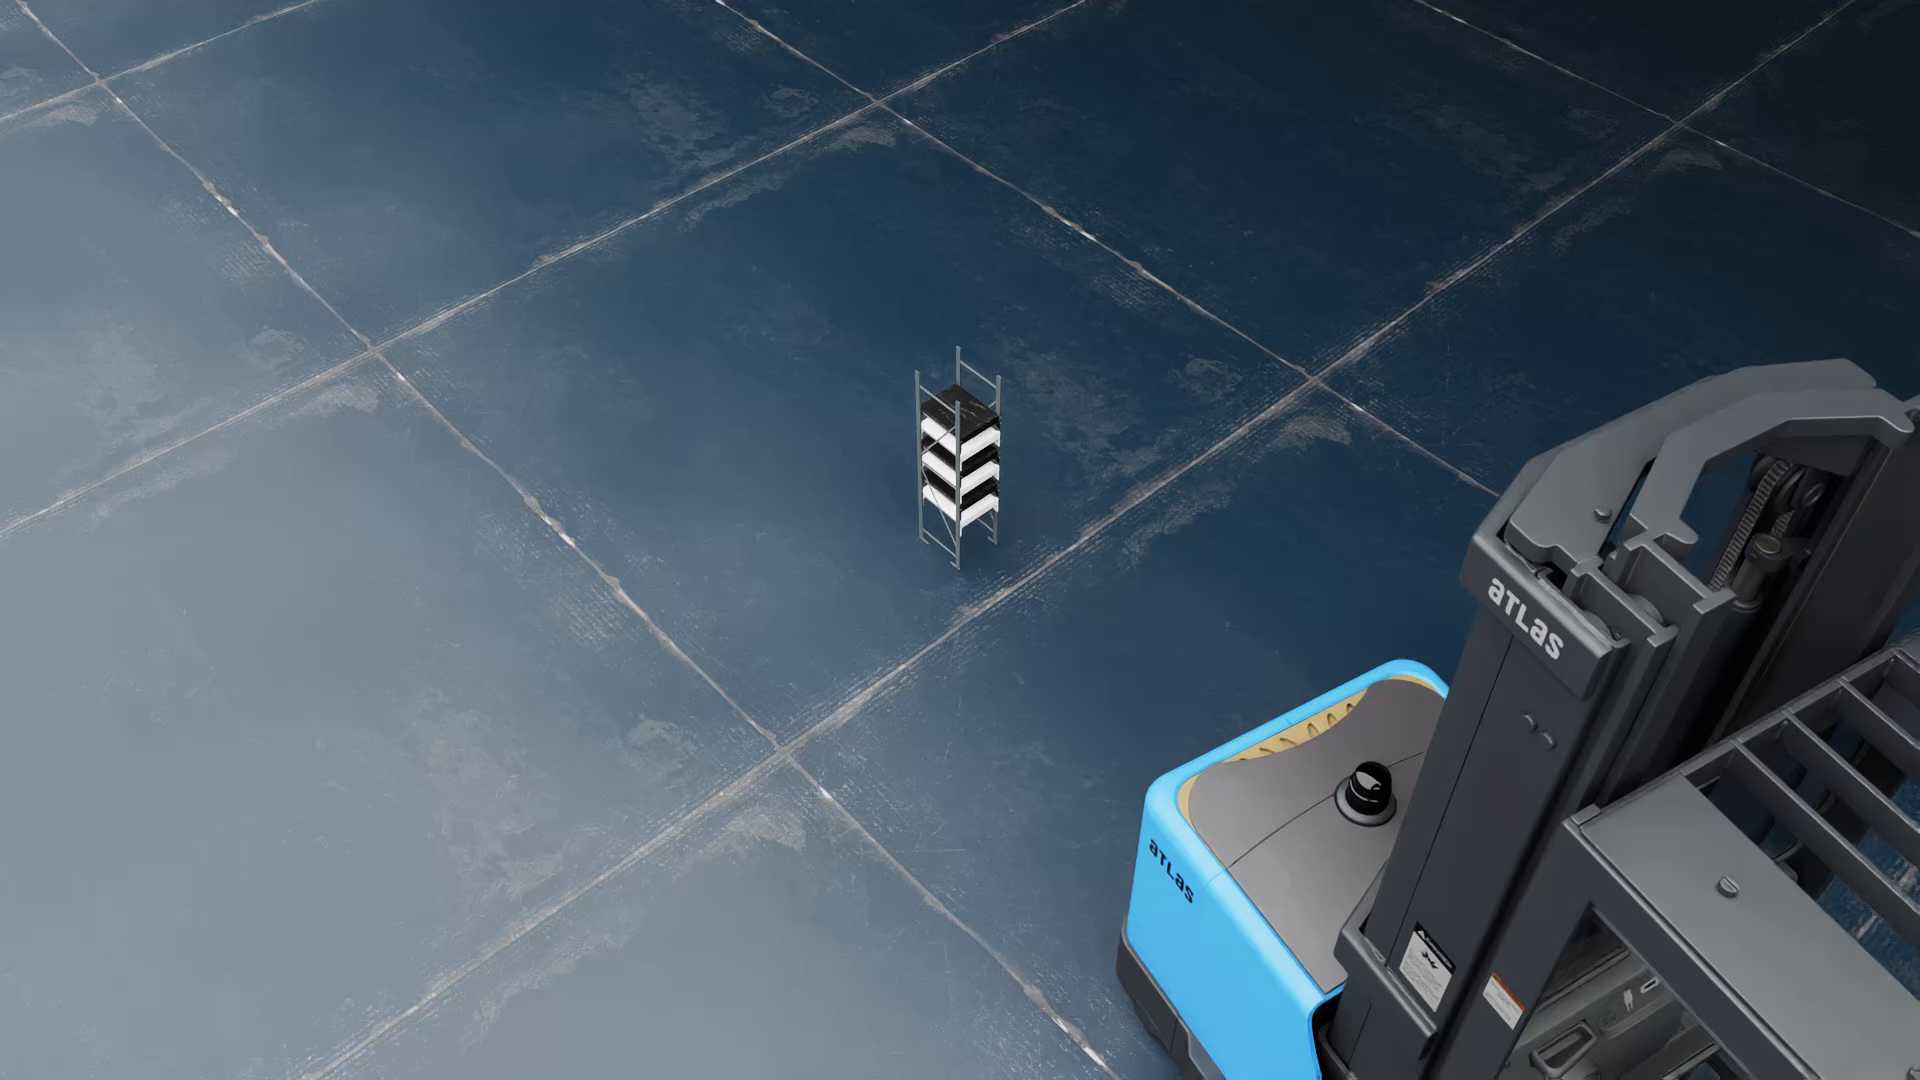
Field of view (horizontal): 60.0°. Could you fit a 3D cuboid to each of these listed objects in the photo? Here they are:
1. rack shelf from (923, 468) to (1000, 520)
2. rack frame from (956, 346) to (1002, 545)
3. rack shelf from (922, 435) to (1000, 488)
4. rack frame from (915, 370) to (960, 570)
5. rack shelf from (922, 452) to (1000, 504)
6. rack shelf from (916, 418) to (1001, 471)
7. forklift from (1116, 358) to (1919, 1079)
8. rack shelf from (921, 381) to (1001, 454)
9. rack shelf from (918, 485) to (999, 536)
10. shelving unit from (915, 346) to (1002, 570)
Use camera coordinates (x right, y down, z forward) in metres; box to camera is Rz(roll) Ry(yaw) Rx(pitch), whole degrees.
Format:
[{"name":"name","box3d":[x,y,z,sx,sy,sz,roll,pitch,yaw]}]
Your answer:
[{"name":"rack shelf","box3d":[-0.006,-0.218,6.506,0.200,0.077,0.258,-34,56,-27]},{"name":"rack frame","box3d":[0.069,-0.351,6.462,0.006,0.900,0.240,-34,56,-27]},{"name":"rack shelf","box3d":[-0.006,-0.340,6.374,0.200,0.077,0.258,-34,56,-27]},{"name":"rack frame","box3d":[-0.081,-0.251,6.369,0.006,0.900,0.240,-34,56,-27]},{"name":"rack shelf","box3d":[-0.006,-0.279,6.440,0.200,0.077,0.258,-34,56,-27]},{"name":"rack shelf","box3d":[-0.006,-0.401,6.308,0.200,0.077,0.258,-34,56,-27]},{"name":"forklift","box3d":[1.674,1.185,3.662,1.130,2.935,3.031,-23,51,-20]},{"name":"rack shelf","box3d":[-0.006,-0.462,6.242,0.200,0.077,0.258,-34,56,-27]},{"name":"rack shelf","box3d":[-0.006,-0.156,6.572,0.200,0.077,0.258,-34,56,-27]},{"name":"shelving unit","box3d":[-0.006,-0.301,6.416,0.210,0.900,0.258,-34,56,-27]}]
